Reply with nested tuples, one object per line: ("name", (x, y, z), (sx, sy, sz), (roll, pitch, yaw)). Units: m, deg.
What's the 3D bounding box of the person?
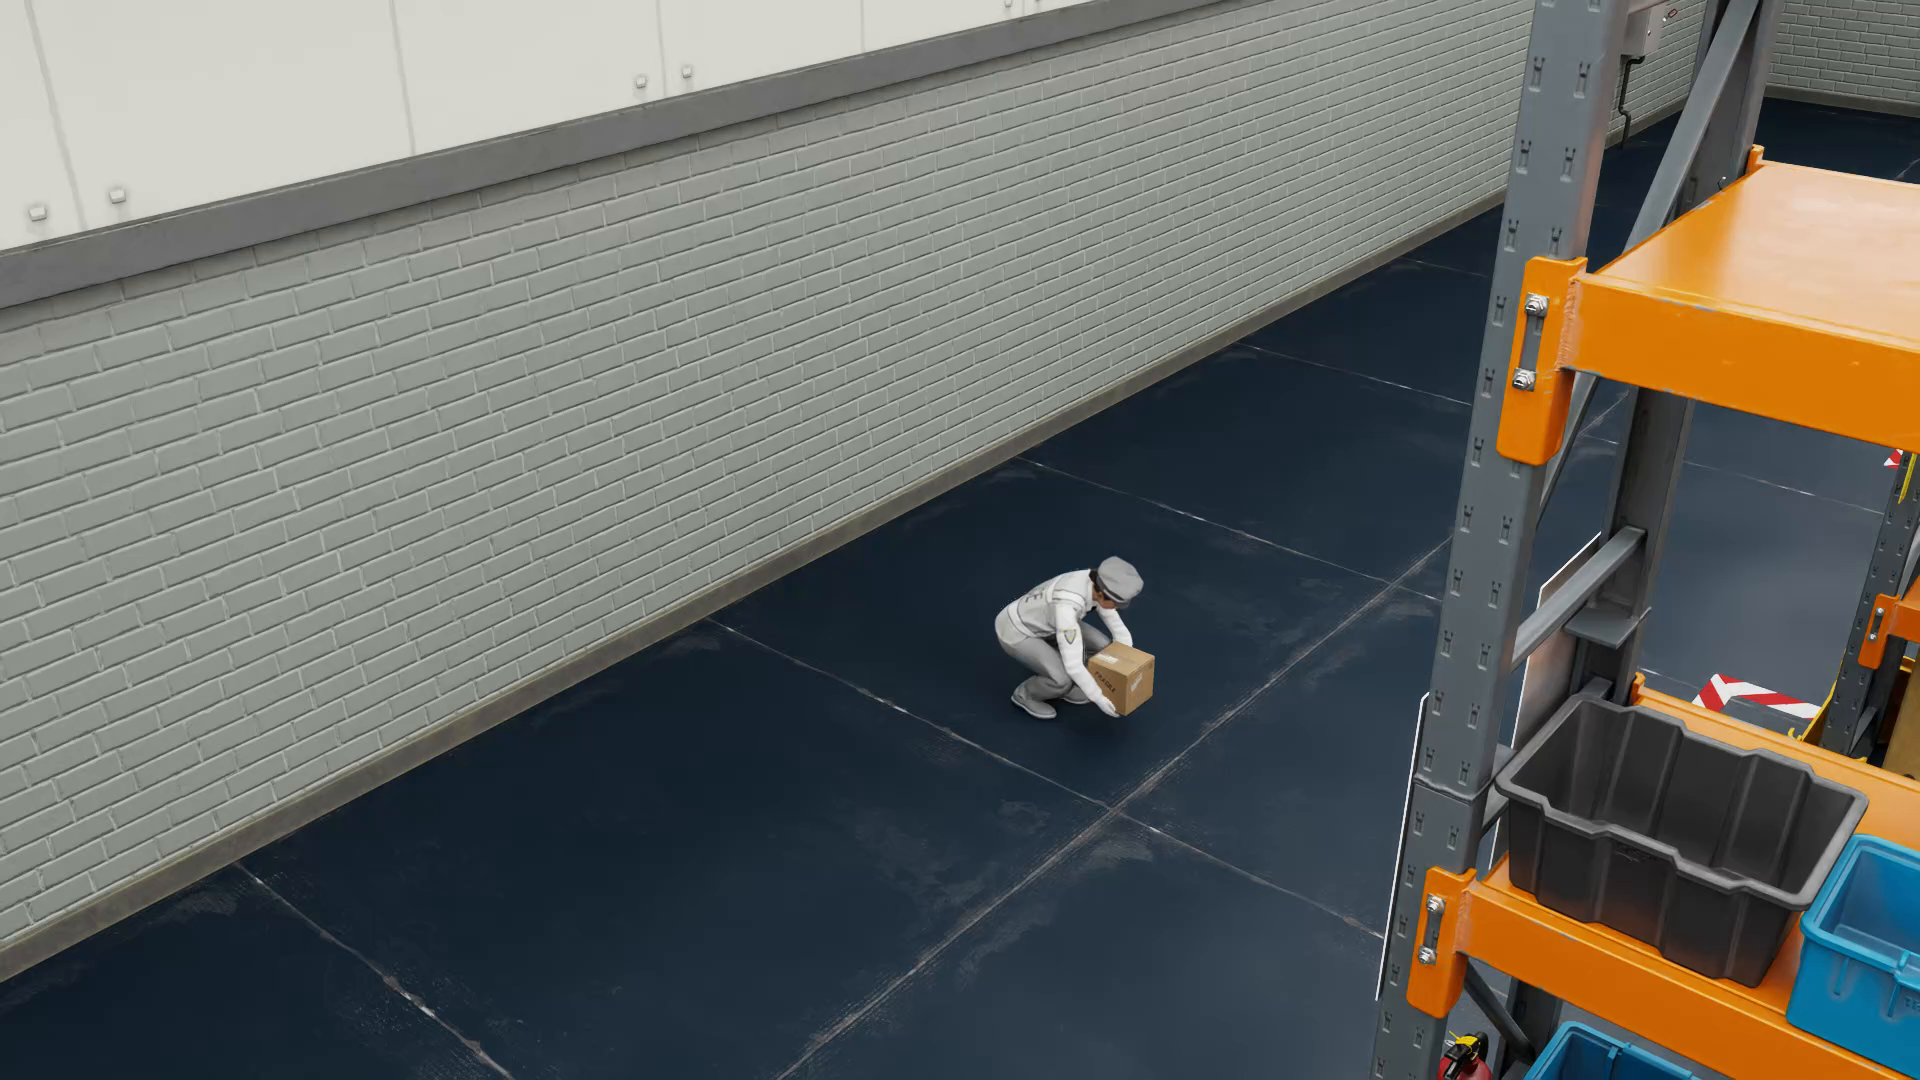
("person", (0.589, 0.491, 8.858), (0.819, 0.961, 0.511), (21, 34, 34))
